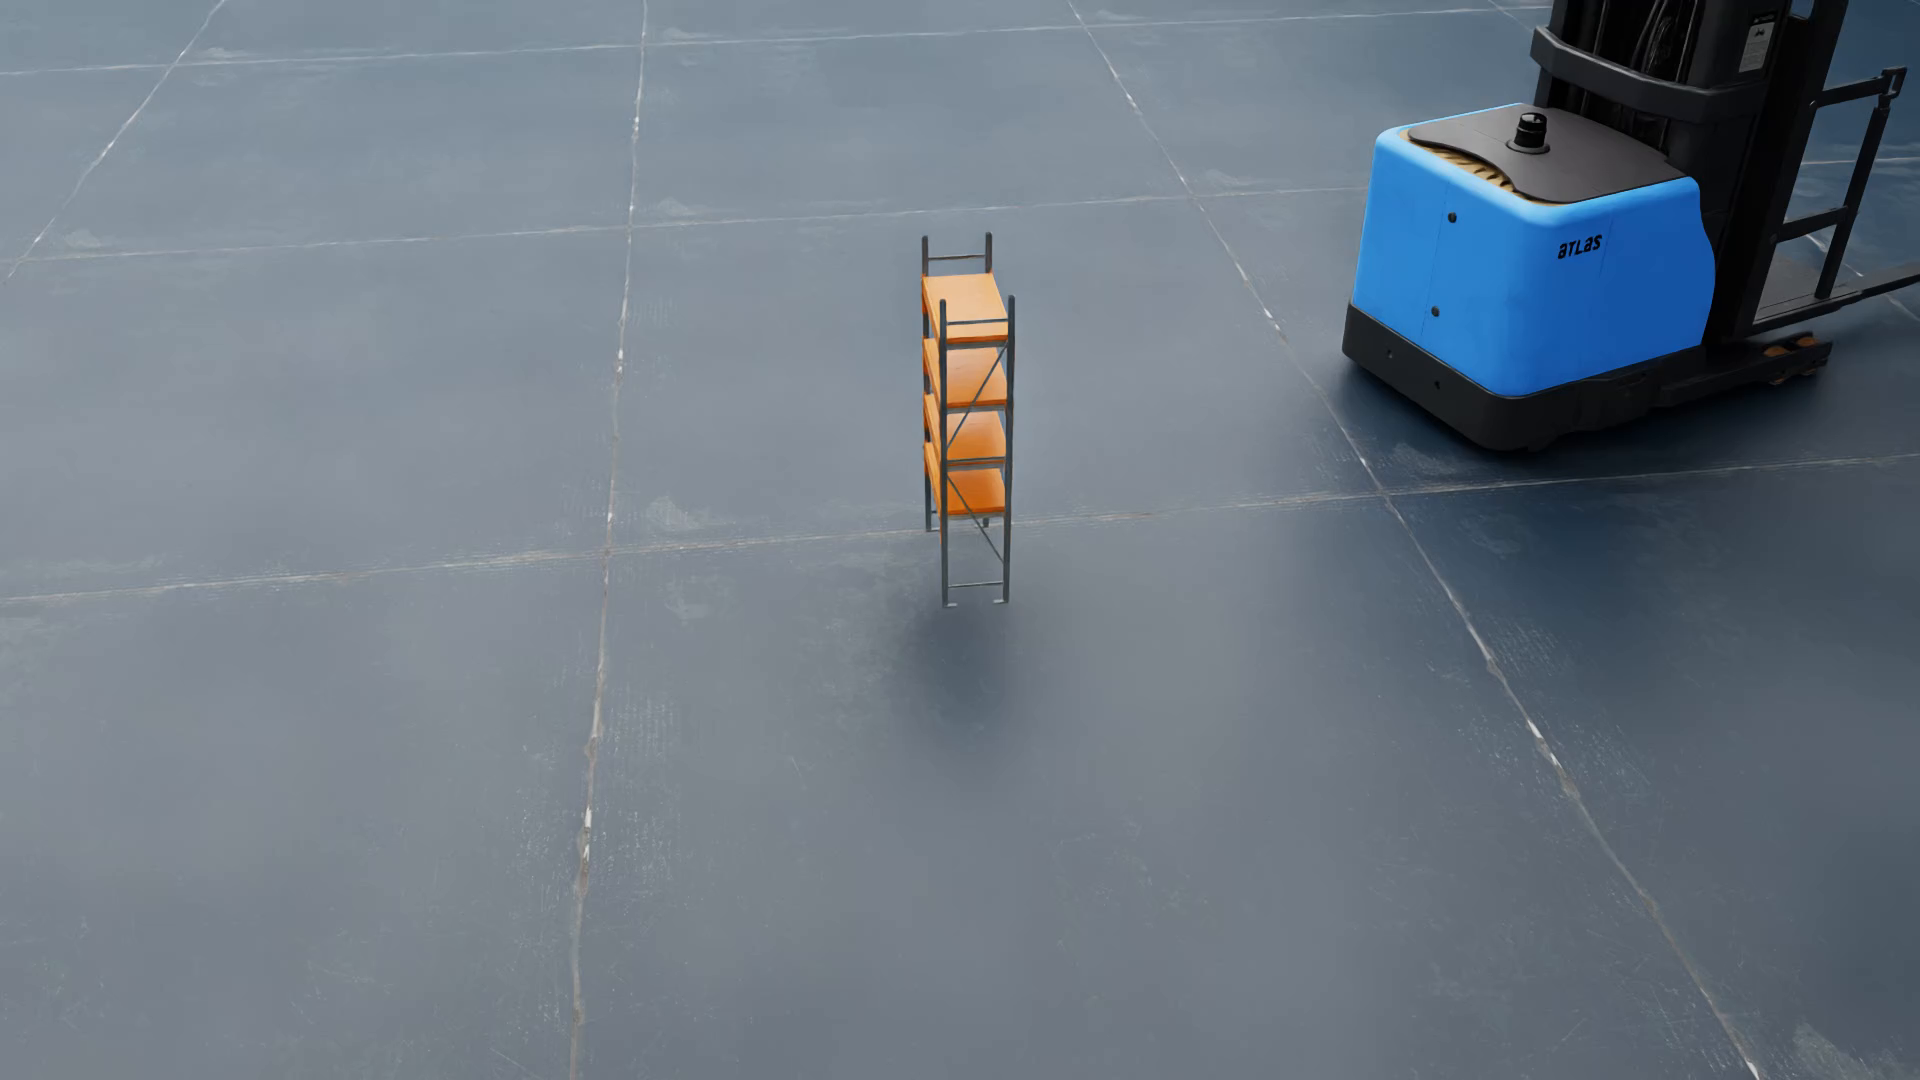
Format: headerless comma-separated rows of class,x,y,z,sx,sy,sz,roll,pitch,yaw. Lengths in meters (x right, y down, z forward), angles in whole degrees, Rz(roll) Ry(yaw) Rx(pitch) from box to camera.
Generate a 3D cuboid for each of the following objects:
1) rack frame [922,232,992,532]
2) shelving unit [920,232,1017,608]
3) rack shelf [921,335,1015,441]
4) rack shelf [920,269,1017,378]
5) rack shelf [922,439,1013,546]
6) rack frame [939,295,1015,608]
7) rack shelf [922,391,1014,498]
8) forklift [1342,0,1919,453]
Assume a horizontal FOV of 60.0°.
rack frame,-0.011,-0.540,5.976,0.240,1.200,0.015,-4,35,-6
shelving unit,0.022,-0.403,5.777,0.258,1.200,0.503,-4,35,-6
rack shelf,0.022,-0.533,5.688,0.258,0.148,0.480,-4,35,-6
rack shelf,0.022,-0.728,5.555,0.258,0.148,0.480,-4,35,-6
rack shelf,0.022,-0.184,5.926,0.258,0.148,0.480,-4,35,-6
rack frame,0.055,-0.267,5.577,0.240,1.200,0.015,-4,35,-6
rack shelf,0.022,-0.348,5.814,0.258,0.148,0.480,-4,35,-6
forklift,3.239,-2.134,6.779,3.031,2.935,1.130,-16,37,-22
